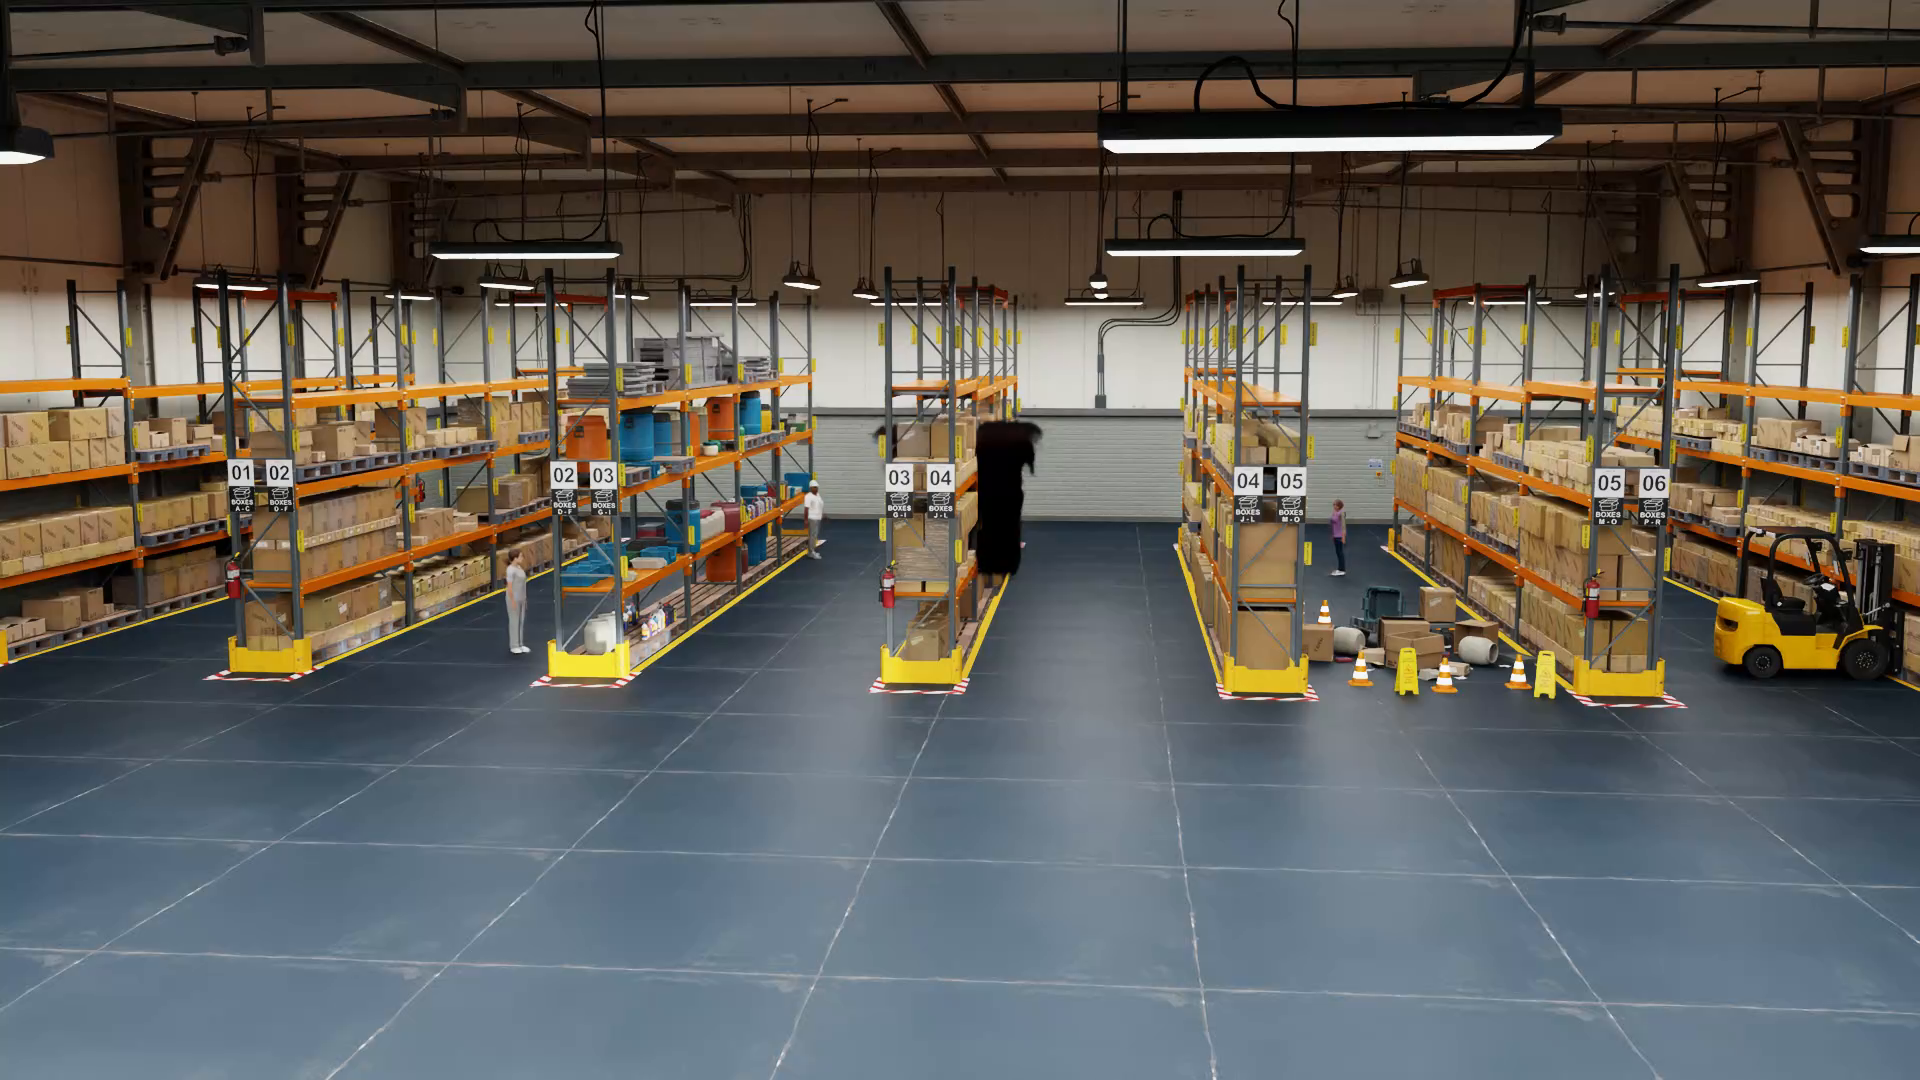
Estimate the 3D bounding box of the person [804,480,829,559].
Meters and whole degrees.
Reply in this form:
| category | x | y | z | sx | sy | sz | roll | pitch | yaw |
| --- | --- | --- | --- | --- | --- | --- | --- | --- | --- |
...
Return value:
| category | x | y | z | sx | sy | sz | roll | pitch | yaw |
| --- | --- | --- | --- | --- | --- | --- | --- | --- | --- |
| person | -3.276 | -0.476 | 37.932 | 0.417 | 1.781 | 0.694 | 2 | 7 | 14 |

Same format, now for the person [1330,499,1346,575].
| category | x | y | z | sx | sy | sz | roll | pitch | yaw |
| --- | --- | --- | --- | --- | --- | --- | --- | --- | --- |
| person | 7.993 | -0.064 | 35.183 | 0.347 | 1.602 | 0.442 | 0 | 7 | 4 |

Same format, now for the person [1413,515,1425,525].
| category | x | y | z | sx | sy | sz | roll | pitch | yaw |
| --- | --- | --- | --- | --- | --- | --- | --- | --- | --- |
| person | 11.387 | -0.790 | 40.908 | 0.571 | 1.657 | 0.535 | -1 | 7 | -8 |

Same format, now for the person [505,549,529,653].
| category | x | y | z | sx | sy | sz | roll | pitch | yaw |
| --- | --- | --- | --- | --- | --- | --- | --- | --- | --- |
| person | -7.070 | 0.964 | 26.471 | 0.352 | 1.677 | 0.487 | 2 | 7 | 18 |
